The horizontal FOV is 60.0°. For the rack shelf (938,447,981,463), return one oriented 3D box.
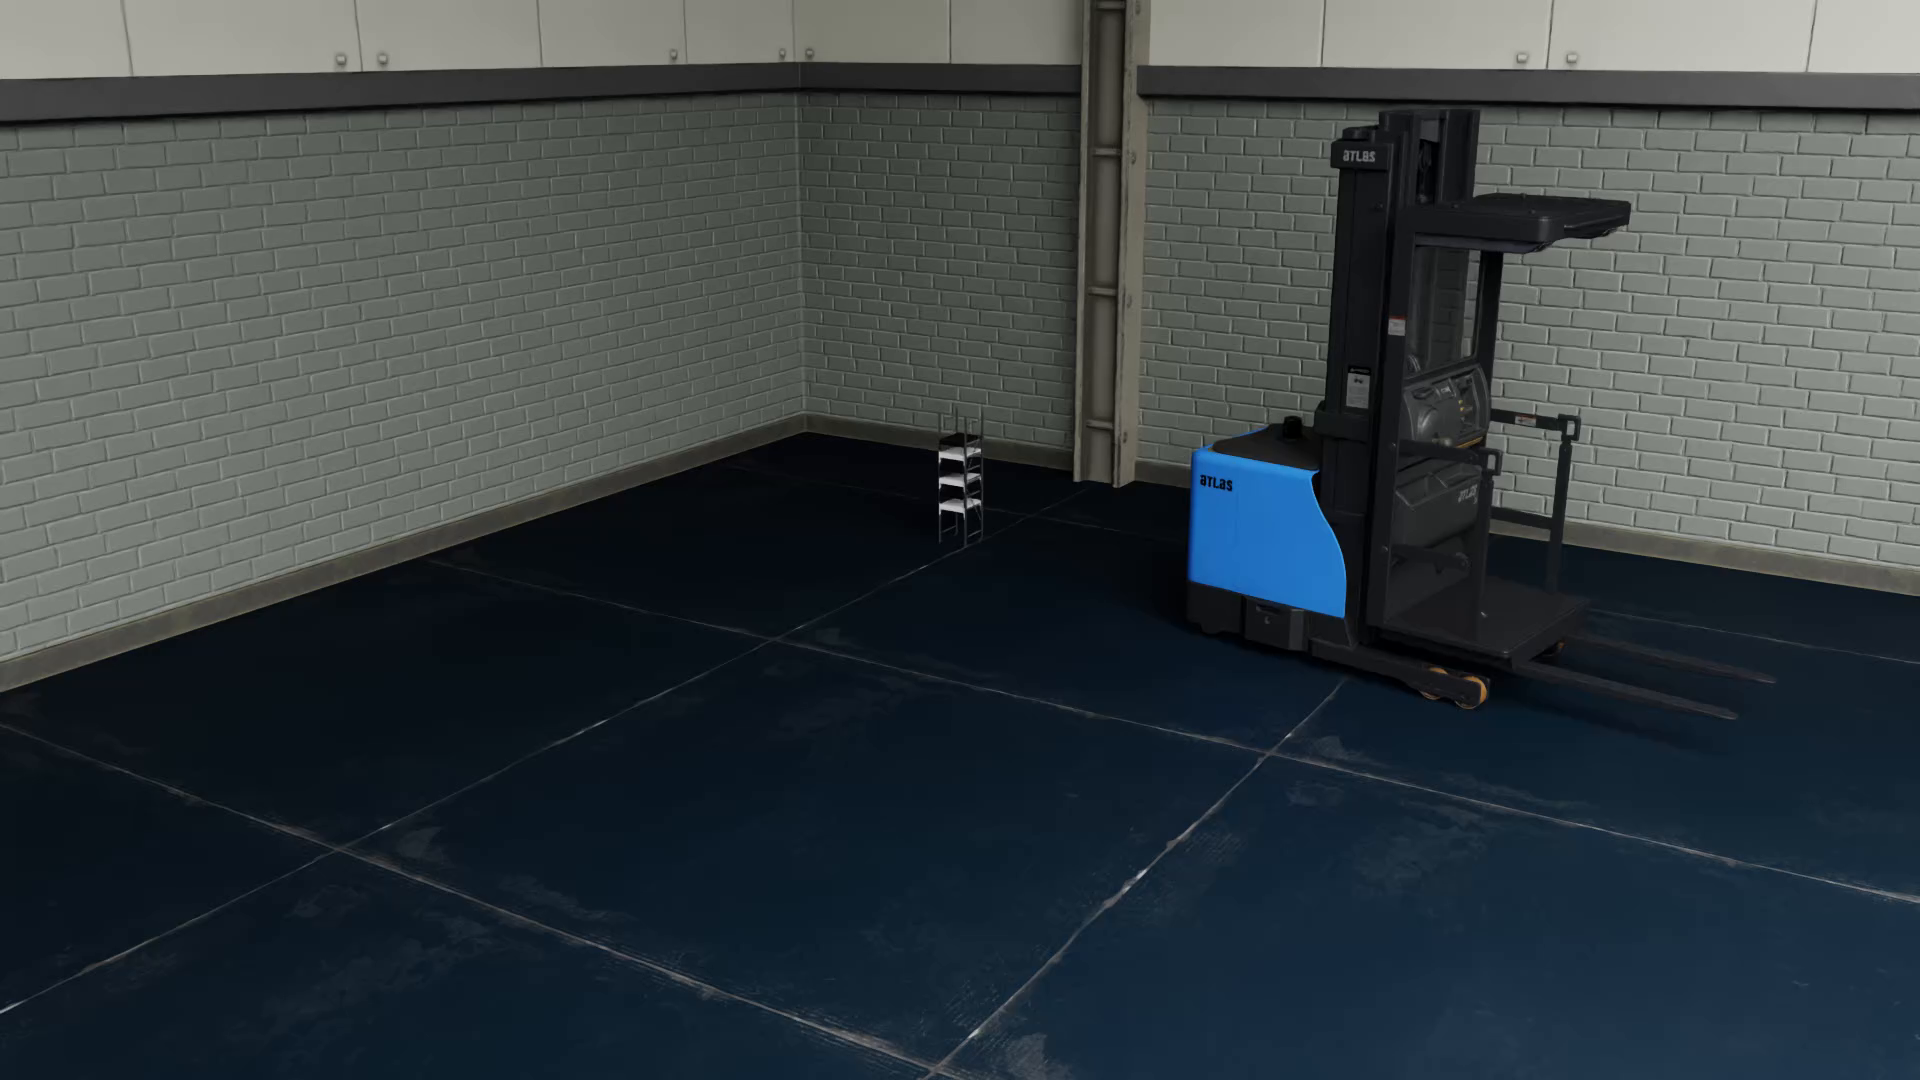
[{"bbox_3d":[0.007,-0.570,11.204,0.200,0.077,0.258,10,20,30],"label":"rack shelf"}]

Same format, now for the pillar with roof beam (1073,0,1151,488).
[{"bbox_3d":[-1.131,-3.705,8.094,0.400,9.000,9.100,10,20,30],"label":"pillar with roof beam"}]

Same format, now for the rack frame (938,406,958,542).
[{"bbox_3d":[-0.080,-0.445,11.297,0.006,0.900,0.240,10,20,30],"label":"rack frame"}]

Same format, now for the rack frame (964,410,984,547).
[{"bbox_3d":[0.094,-0.414,11.195,0.006,0.900,0.240,10,20,30],"label":"rack frame"}]

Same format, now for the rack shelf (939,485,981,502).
[{"bbox_3d":[0.007,-0.311,11.282,0.200,0.077,0.258,10,20,30],"label":"rack shelf"}]

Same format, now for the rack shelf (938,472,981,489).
[{"bbox_3d":[0.007,-0.397,11.256,0.200,0.077,0.258,10,20,30],"label":"rack shelf"}]

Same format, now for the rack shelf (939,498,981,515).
[{"bbox_3d":[0.007,-0.225,11.308,0.200,0.077,0.258,10,20,30],"label":"rack shelf"}]

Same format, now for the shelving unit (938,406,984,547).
[{"bbox_3d":[0.007,-0.429,11.246,0.210,0.900,0.258,10,20,30],"label":"shelving unit"}]

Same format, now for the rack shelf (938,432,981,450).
[{"bbox_3d":[0.007,-0.656,11.178,0.200,0.077,0.258,10,20,30],"label":"rack shelf"}]

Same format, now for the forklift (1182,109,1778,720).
[{"bbox_3d":[2.733,-0.708,8.668,3.031,2.935,1.130,14,22,39],"label":"forklift"}]

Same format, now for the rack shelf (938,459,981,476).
[{"bbox_3d":[0.007,-0.484,11.230,0.200,0.077,0.258,10,20,30],"label":"rack shelf"}]
